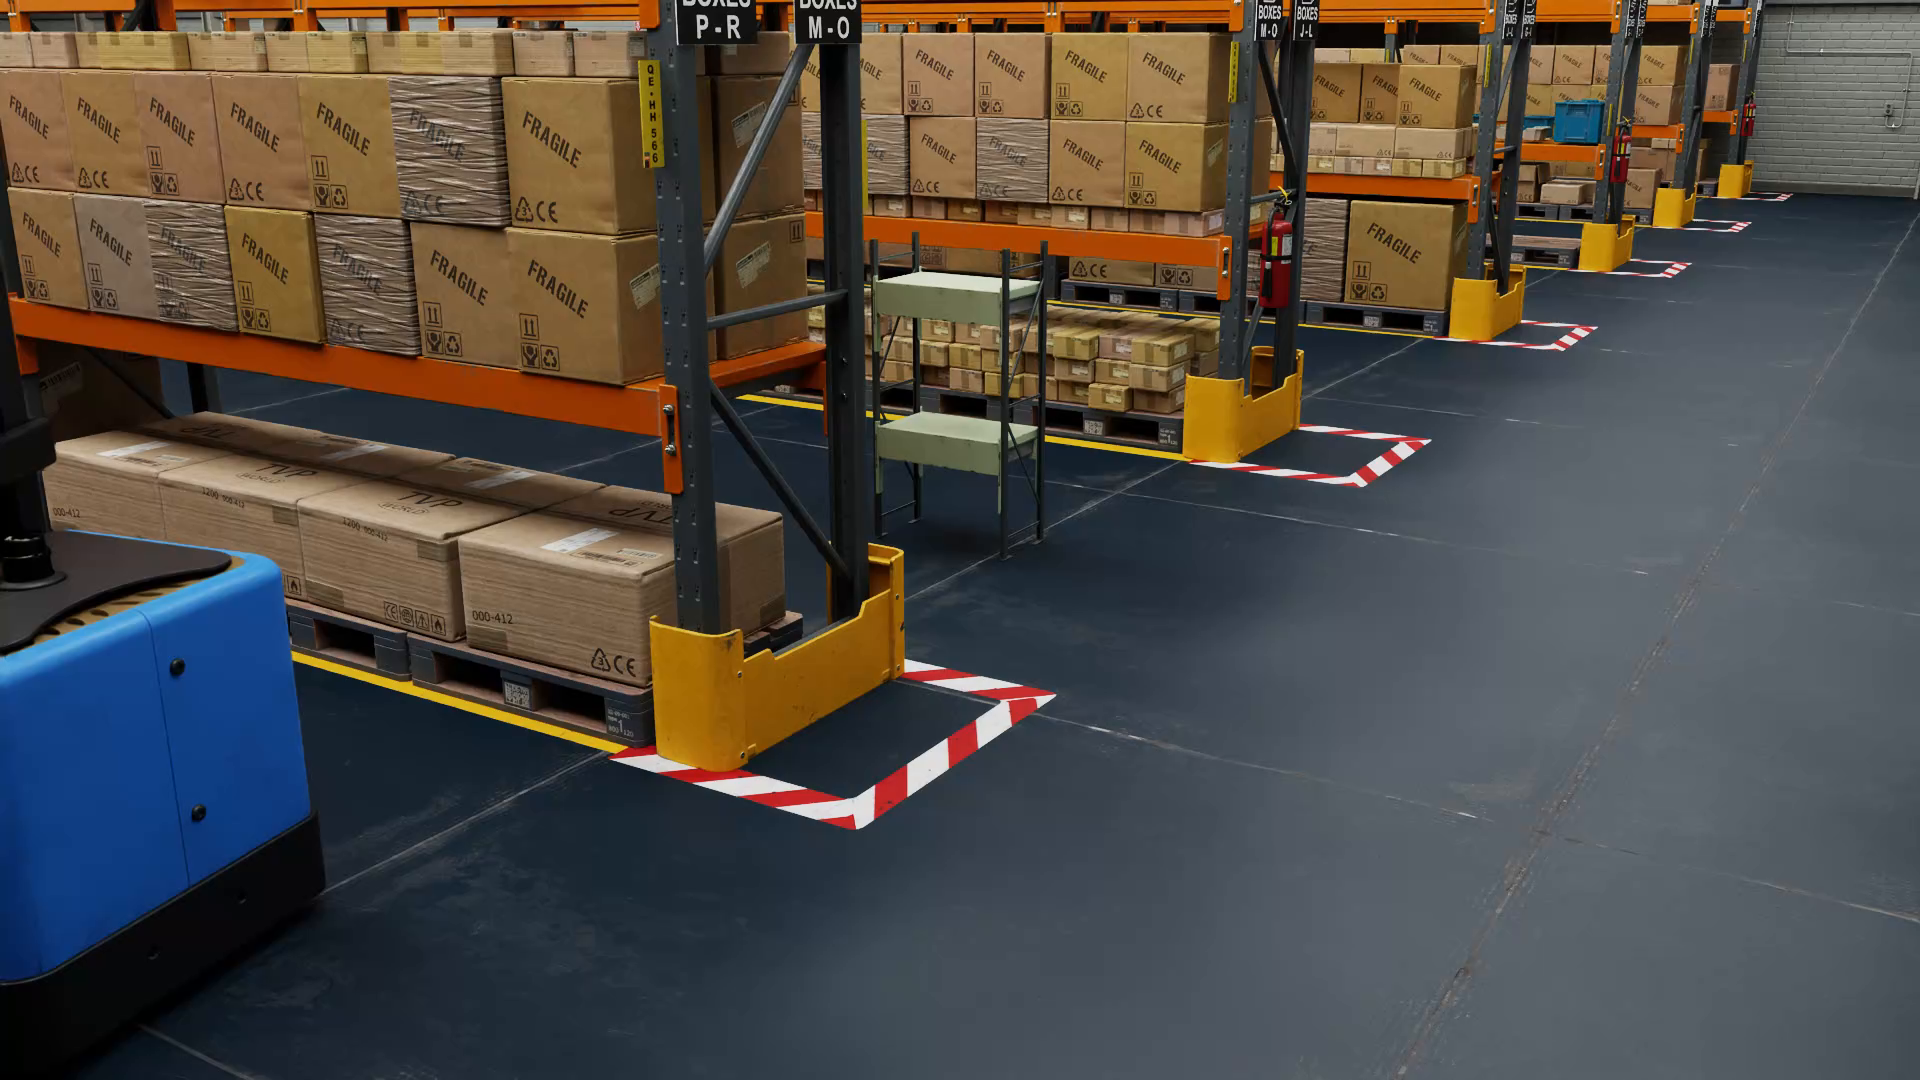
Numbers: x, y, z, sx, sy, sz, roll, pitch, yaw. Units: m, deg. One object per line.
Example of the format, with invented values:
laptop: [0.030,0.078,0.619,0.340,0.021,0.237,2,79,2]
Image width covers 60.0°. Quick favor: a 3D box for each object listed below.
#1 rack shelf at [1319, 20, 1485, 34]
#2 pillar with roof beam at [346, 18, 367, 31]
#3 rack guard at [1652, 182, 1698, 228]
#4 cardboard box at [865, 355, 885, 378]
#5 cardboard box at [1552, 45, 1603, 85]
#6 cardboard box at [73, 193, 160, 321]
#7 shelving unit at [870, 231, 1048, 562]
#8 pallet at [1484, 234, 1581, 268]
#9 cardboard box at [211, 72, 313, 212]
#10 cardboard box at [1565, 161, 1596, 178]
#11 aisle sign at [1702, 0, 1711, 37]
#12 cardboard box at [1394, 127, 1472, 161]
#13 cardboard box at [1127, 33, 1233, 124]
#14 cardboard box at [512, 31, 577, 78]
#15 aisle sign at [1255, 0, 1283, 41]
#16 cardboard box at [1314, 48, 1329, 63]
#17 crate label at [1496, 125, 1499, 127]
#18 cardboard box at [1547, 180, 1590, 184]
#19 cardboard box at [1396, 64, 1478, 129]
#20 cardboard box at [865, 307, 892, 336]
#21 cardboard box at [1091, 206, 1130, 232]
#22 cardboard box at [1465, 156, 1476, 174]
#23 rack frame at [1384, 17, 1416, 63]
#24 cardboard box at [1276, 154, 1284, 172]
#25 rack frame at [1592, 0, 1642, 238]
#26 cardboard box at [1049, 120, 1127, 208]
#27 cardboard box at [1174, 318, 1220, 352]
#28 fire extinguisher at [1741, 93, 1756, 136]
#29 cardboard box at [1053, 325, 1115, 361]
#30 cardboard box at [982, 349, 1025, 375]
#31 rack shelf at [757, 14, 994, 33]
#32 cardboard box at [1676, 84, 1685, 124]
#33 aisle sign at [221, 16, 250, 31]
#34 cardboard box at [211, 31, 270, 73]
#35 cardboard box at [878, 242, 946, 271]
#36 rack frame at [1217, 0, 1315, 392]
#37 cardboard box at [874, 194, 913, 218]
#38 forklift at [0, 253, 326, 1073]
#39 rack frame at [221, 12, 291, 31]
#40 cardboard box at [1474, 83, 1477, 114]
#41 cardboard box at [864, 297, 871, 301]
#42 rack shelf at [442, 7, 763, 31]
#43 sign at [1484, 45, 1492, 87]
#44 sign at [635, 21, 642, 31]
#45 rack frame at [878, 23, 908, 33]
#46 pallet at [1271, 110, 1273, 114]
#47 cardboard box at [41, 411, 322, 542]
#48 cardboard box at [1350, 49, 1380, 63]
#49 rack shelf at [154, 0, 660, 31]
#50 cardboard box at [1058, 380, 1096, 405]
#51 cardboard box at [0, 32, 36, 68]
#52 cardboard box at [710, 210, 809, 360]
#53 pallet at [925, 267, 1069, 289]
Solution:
rack shelf: [7.182,-8.938,28.721,4.000,0.370,1.077,10,20,30]
pillar with roof beam: [-17.881,-14.018,39.046,0.400,9.000,9.100,10,20,30]
rack guard: [9.640,-4.522,22.409,0.348,0.500,1.175,10,20,30]
cardboard box: [-0.475,-1.227,11.443,0.250,0.149,0.380,9,19,28]
cardboard box: [8.307,-6.387,22.354,0.500,0.500,0.500,11,20,32]
cardboard box: [-3.388,-1.242,7.137,0.500,0.500,0.500,10,20,30]
shelving unit: [-0.006,-0.719,8.167,0.755,1.500,0.431,10,20,30]
pallet: [6.427,-3.281,18.820,1.213,0.211,1.003,10,20,30]
cardboard box: [-2.512,-1.565,6.481,0.500,0.500,0.500,10,20,30]
cardboard box: [10.332,-6.252,27.382,0.500,0.500,0.700,11,20,31]
aisle sign: [9.603,-6.864,21.345,0.004,0.787,0.394,10,20,30]
cardboard box: [3.966,-3.332,13.937,0.500,0.250,0.500,10,19,29]
cardboard box: [1.316,-2.717,9.762,0.500,0.500,0.500,10,19,29]
cardboard box: [-1.308,-1.674,5.722,0.250,0.149,0.380,11,20,31]
aisle sign: [1.741,-3.199,9.280,0.004,0.787,0.394,10,20,30]
cardboard box: [6.188,-8.495,29.178,0.500,0.250,0.500,10,19,29]
crate label: [5.831,-4.546,18.537,0.243,0.136,0.396,10,20,30]
cardboard box: [8.538,-4.907,23.347,0.500,0.250,0.500,10,20,30]
cardboard box: [3.965,-3.692,13.831,0.500,0.500,0.500,10,20,31]
cardboard box: [-0.534,-1.491,11.288,0.250,0.149,0.380,11,20,31]
cardboard box: [0.996,-1.982,10.176,0.250,0.149,0.380,10,20,30]
cardboard box: [4.388,-3.269,14.415,0.250,0.149,0.380,10,20,31]
rack frame: [6.297,-6.315,24.010,0.127,3.000,1.000,10,20,30]
cardboard box: [2.950,-3.301,14.518,0.250,0.149,0.380,10,20,30]
rack frame: [7.110,-4.480,17.970,0.127,3.000,1.000,10,20,30]
cardboard box: [0.882,-2.315,10.158,0.500,0.500,0.500,10,19,29]
cardboard box: [1.567,-1.326,10.745,0.250,0.149,0.380,9,19,28]
fire extinguisher: [12.182,-6.581,25.662,0.183,0.674,0.296,10,20,30]
cardboard box: [0.781,-1.240,10.463,0.250,0.149,0.380,10,19,29]
cardboard box: [0.345,-1.184,10.788,0.250,0.149,0.380,10,20,31]
rack shelf: [-1.411,-7.093,22.647,4.000,0.370,1.077,10,20,30]
cardboard box: [9.465,-5.887,22.430,0.500,0.500,0.500,11,20,31]
aisle sign: [-9.326,-6.867,21.353,0.004,0.787,0.394,10,20,30]
cardboard box: [-2.656,-1.896,6.453,0.250,0.149,0.380,10,20,30]
cardboard box: [-0.209,-3.275,16.934,0.875,0.875,1.225,9,19,28]
rack frame: [1.836,-2.041,9.939,0.127,3.000,1.000,10,20,30]
cardboard box: [-0.355,-2.217,10.950,0.250,0.149,0.380,11,20,32]
forklift: [-3.409,-0.354,4.505,3.031,2.935,1.130,6,18,20]
rack frame: [-9.116,-5.688,21.944,0.127,3.000,1.000,10,20,30]
cardboard box: [7.026,-6.141,23.265,0.500,0.500,0.500,11,20,31]
cardboard box: [-0.499,-1.657,11.835,0.250,0.149,0.380,11,20,32]
rack shelf: [-4.004,-5.866,18.608,4.000,0.370,1.077,10,20,30]
sign: [4.222,-3.789,13.294,0.005,0.325,0.100,10,20,30]
sign: [-7.444,-11.909,38.436,0.199,0.298,0.001,10,20,30]
rack frame: [-1.339,-9.368,34.060,0.127,3.000,1.000,10,20,30]
pallet: [4.548,-6.537,25.071,1.213,0.211,1.003,10,20,30]
cardboard box: [-3.598,-0.261,7.765,0.875,0.438,0.875,10,19,29]
cardboard box: [7.054,-8.344,28.681,0.500,0.250,0.500,10,19,29]
rack shelf: [-2.373,-2.195,6.522,4.000,0.370,1.077,10,20,30]
cardboard box: [0.826,-0.982,10.634,0.250,0.149,0.380,10,20,30]
cardboard box: [-3.944,-2.132,7.231,0.250,0.149,0.380,10,19,29]
cardboard box: [-0.927,-0.991,6.312,0.500,0.500,0.500,10,20,30]
pallet: [0.412,-2.627,16.665,1.213,0.211,1.003,10,20,30]
